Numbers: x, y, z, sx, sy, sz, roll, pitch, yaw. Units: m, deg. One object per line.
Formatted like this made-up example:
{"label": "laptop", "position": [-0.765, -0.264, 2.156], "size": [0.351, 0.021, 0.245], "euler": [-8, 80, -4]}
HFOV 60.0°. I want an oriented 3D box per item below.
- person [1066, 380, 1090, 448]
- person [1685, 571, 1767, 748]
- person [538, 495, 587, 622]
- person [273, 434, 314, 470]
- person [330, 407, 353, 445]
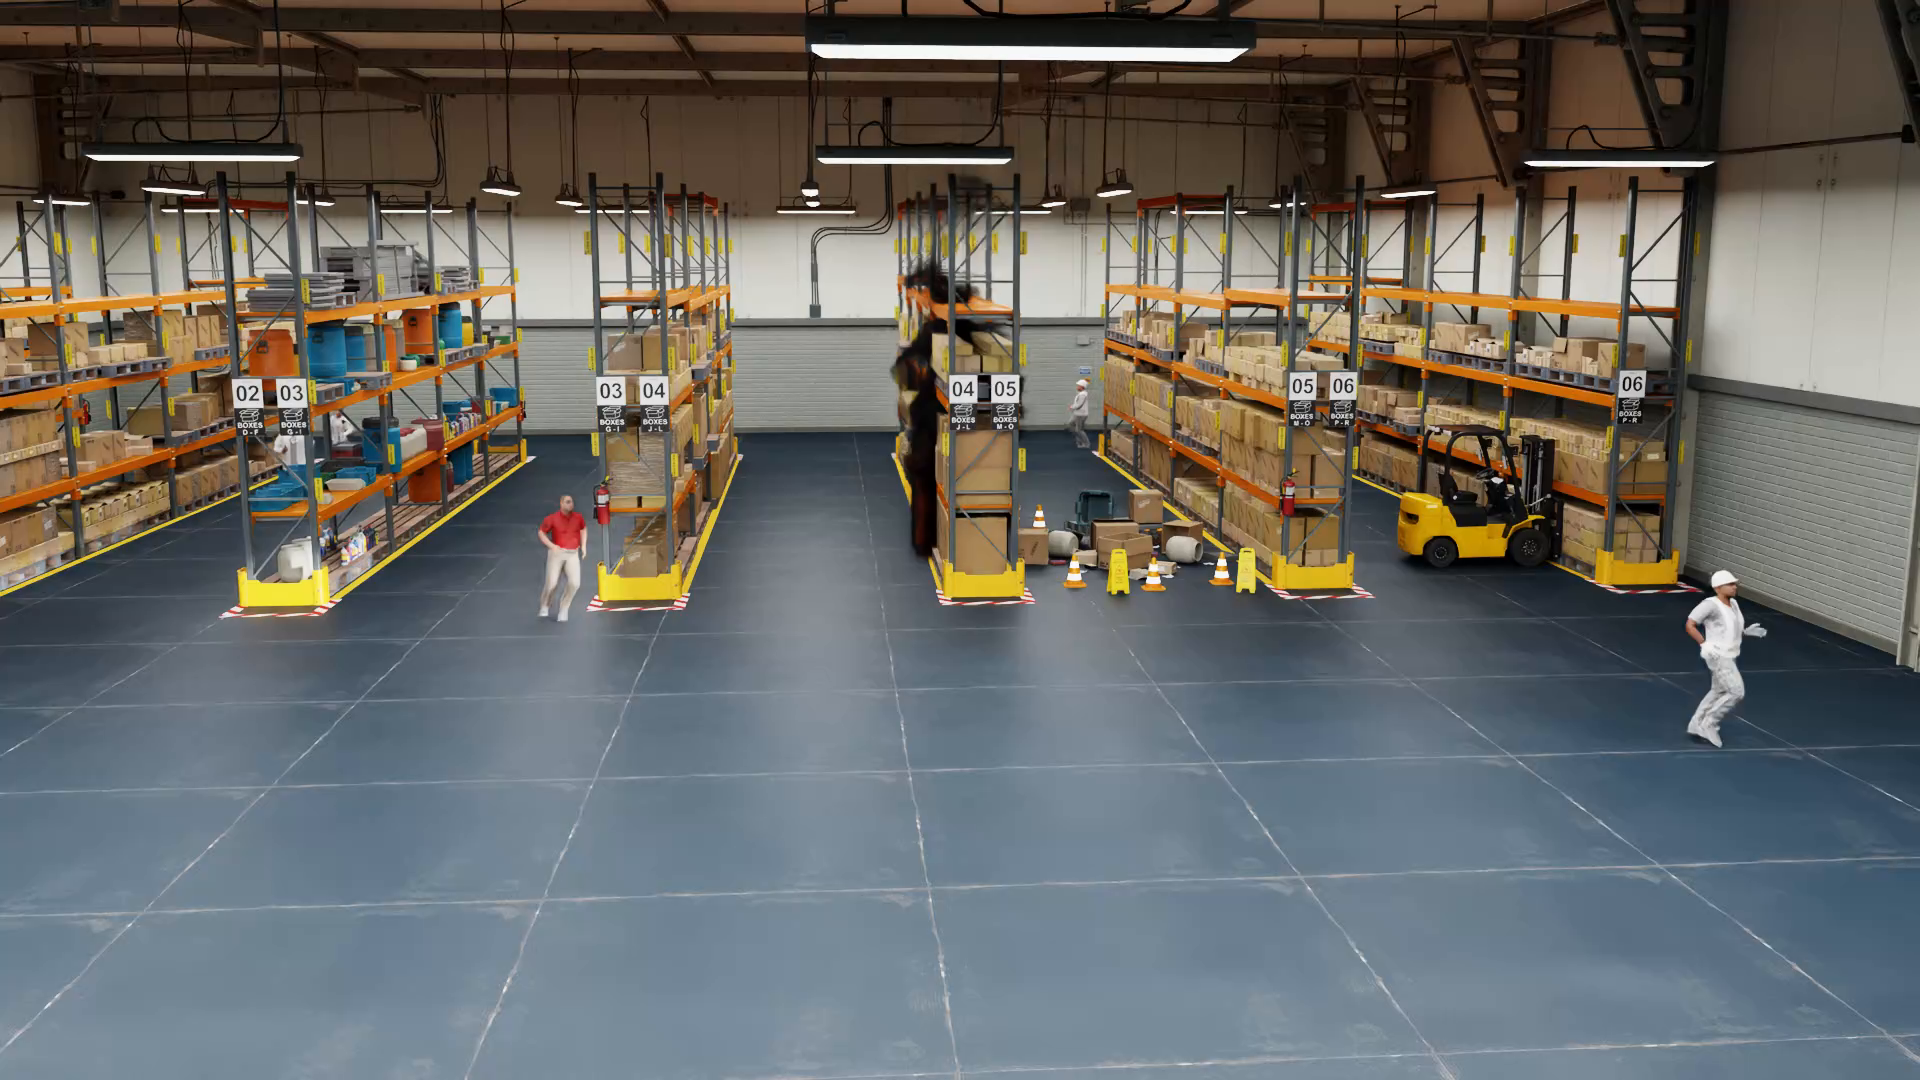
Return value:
{"label": "person", "position": [2.981, -3.144, 41.494], "size": [0.600, 1.724, 0.664], "euler": [-1, 10, -5]}
{"label": "person", "position": [7.737, 1.207, 16.800], "size": [0.660, 1.795, 0.660], "euler": [9, 13, 42]}
{"label": "person", "position": [-5.353, 0.248, 22.547], "size": [0.730, 1.733, 0.660], "euler": [-6, 11, -29]}
{"label": "person", "position": [-12.528, -1.387, 31.308], "size": [0.701, 1.808, 0.986], "euler": [-3, 10, -16]}
{"label": "person", "position": [-13.433, -2.138, 35.988], "size": [0.585, 1.644, 0.703], "euler": [-3, 10, -17]}
